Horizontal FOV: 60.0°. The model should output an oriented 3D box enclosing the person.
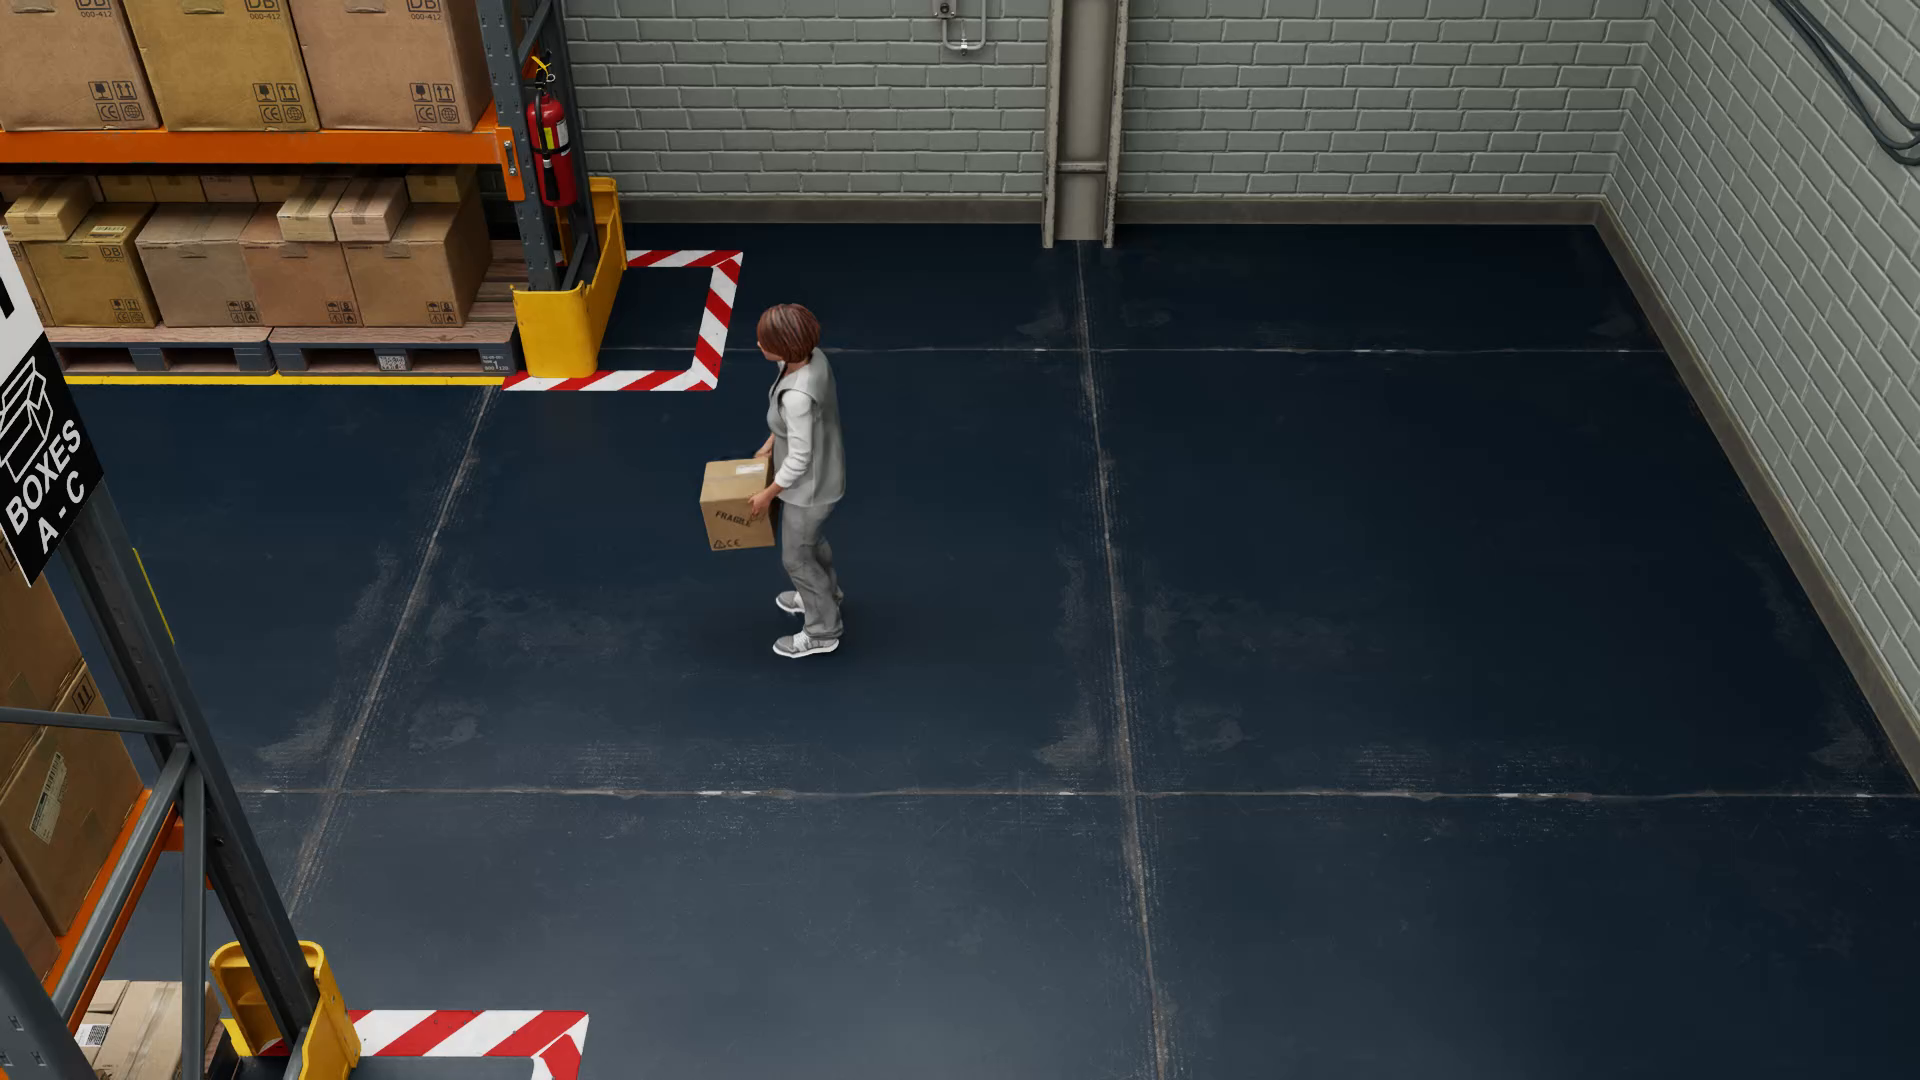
[{"bbox_3d":[-0.626,-0.225,6.425,0.371,1.602,0.445,-1,40,-1],"label":"person"}]
